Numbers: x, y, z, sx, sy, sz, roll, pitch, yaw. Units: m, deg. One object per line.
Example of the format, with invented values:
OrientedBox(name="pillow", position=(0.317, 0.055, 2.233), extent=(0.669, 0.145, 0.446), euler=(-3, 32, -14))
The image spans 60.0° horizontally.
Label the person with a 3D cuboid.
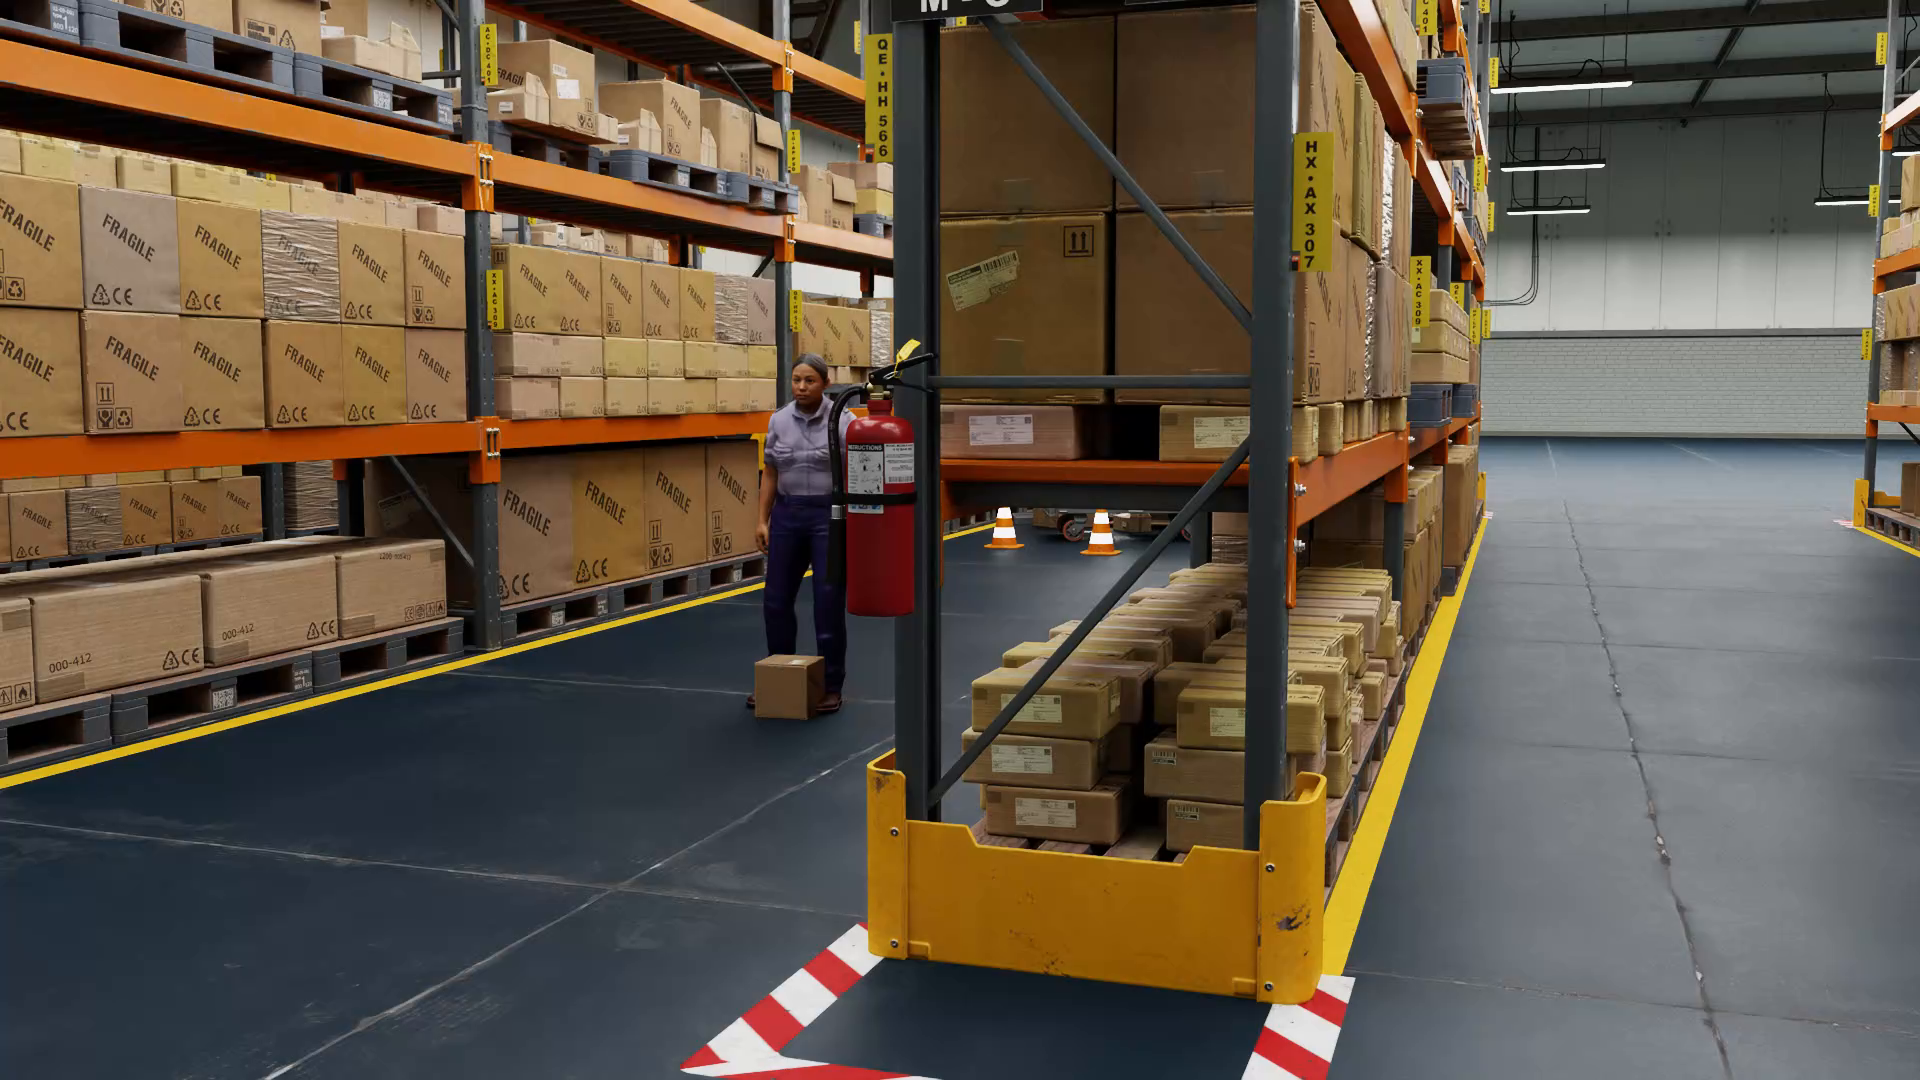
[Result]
OrientedBox(name="person", position=(-0.710, -0.043, 7.751), extent=(0.562, 1.653, 0.418), euler=(2, 6, 16))
